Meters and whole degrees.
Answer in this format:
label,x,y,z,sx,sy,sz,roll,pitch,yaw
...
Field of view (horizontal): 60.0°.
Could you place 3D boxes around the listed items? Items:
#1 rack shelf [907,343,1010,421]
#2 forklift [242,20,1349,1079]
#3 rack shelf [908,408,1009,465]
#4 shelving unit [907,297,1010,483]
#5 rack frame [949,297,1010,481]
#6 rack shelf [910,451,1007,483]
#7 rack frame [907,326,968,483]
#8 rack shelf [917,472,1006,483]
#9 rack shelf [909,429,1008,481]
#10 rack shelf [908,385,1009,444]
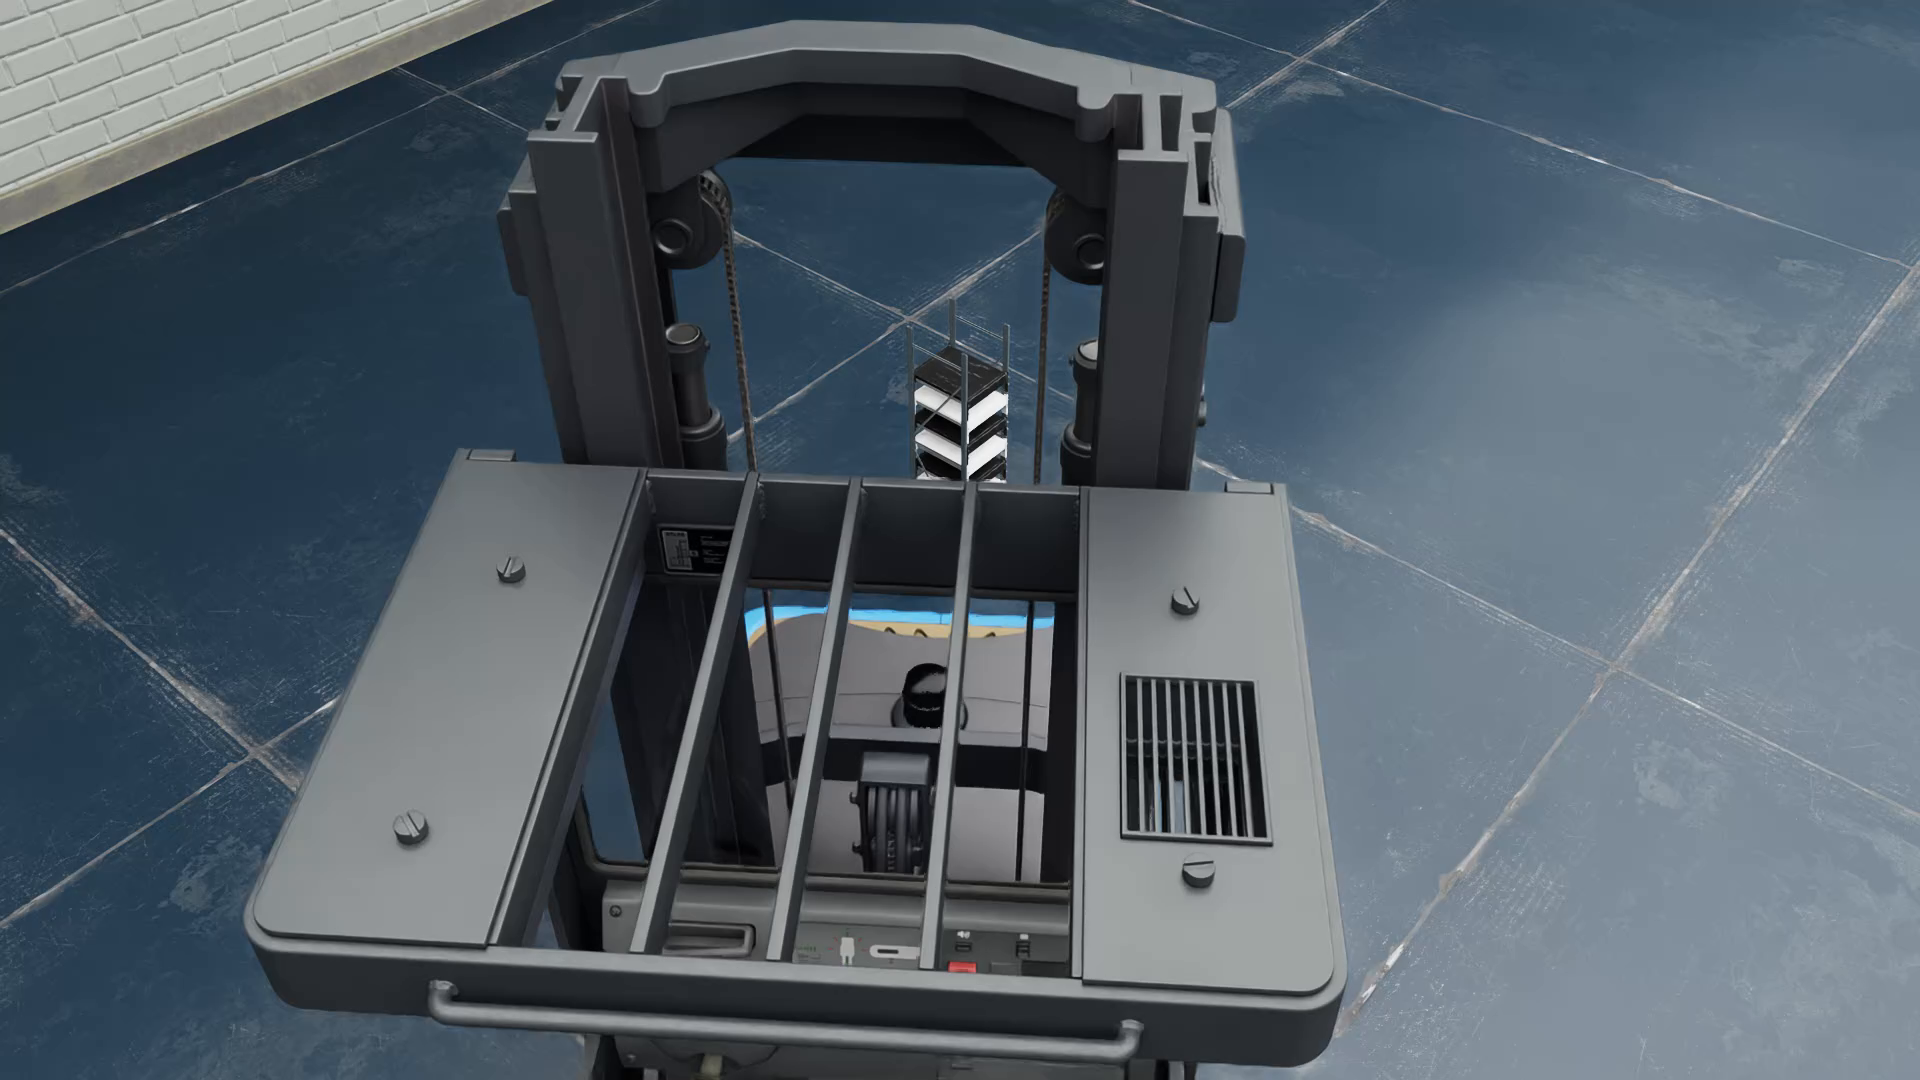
label,x,y,z,sx,sy,sz,roll,pitch,yaw
rack shelf,-0.005,-0.504,5.283,0.258,0.077,0.200,29,50,28
forklift,-0.141,0.868,2.617,1.130,2.935,3.031,3,42,3
rack shelf,-0.005,-0.371,5.405,0.258,0.077,0.200,29,50,28
shelving unit,-0.005,-0.329,5.443,0.258,0.900,0.210,29,50,28
rack frame,0.060,-0.381,5.500,0.240,0.900,0.006,29,50,28
rack shelf,-0.005,-0.238,5.526,0.258,0.077,0.200,29,50,28
rack frame,-0.071,-0.276,5.385,0.240,0.900,0.006,29,50,28
rack shelf,-0.005,-0.171,5.586,0.258,0.077,0.200,29,50,28
rack shelf,-0.005,-0.304,5.465,0.258,0.077,0.200,29,50,28
rack shelf,-0.005,-0.437,5.344,0.258,0.077,0.200,29,50,28
